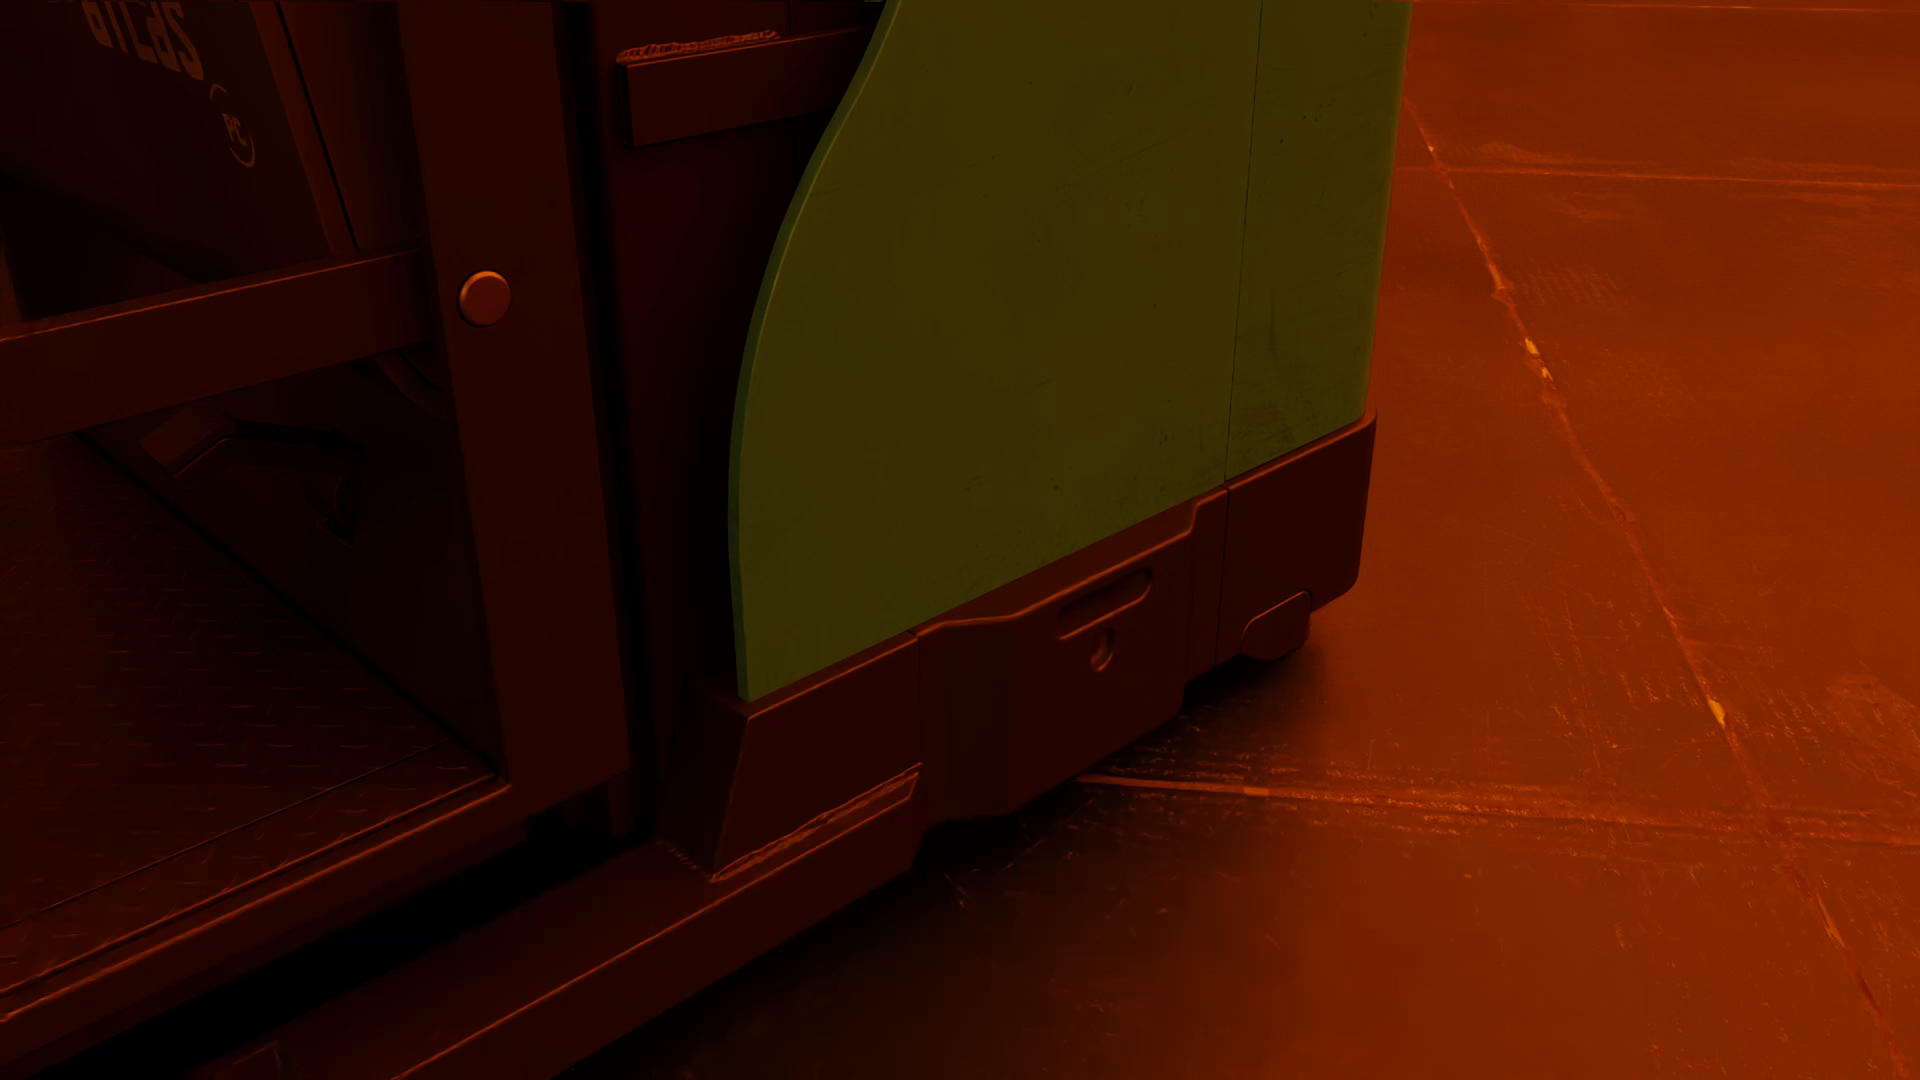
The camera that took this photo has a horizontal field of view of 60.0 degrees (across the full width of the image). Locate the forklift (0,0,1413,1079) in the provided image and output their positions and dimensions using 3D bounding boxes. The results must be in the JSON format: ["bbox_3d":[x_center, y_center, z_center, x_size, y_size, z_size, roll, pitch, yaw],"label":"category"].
[{"bbox_3d":[-0.872,-0.909,1.038,3.031,2.935,1.130,-23,35,-38],"label":"forklift"}]
